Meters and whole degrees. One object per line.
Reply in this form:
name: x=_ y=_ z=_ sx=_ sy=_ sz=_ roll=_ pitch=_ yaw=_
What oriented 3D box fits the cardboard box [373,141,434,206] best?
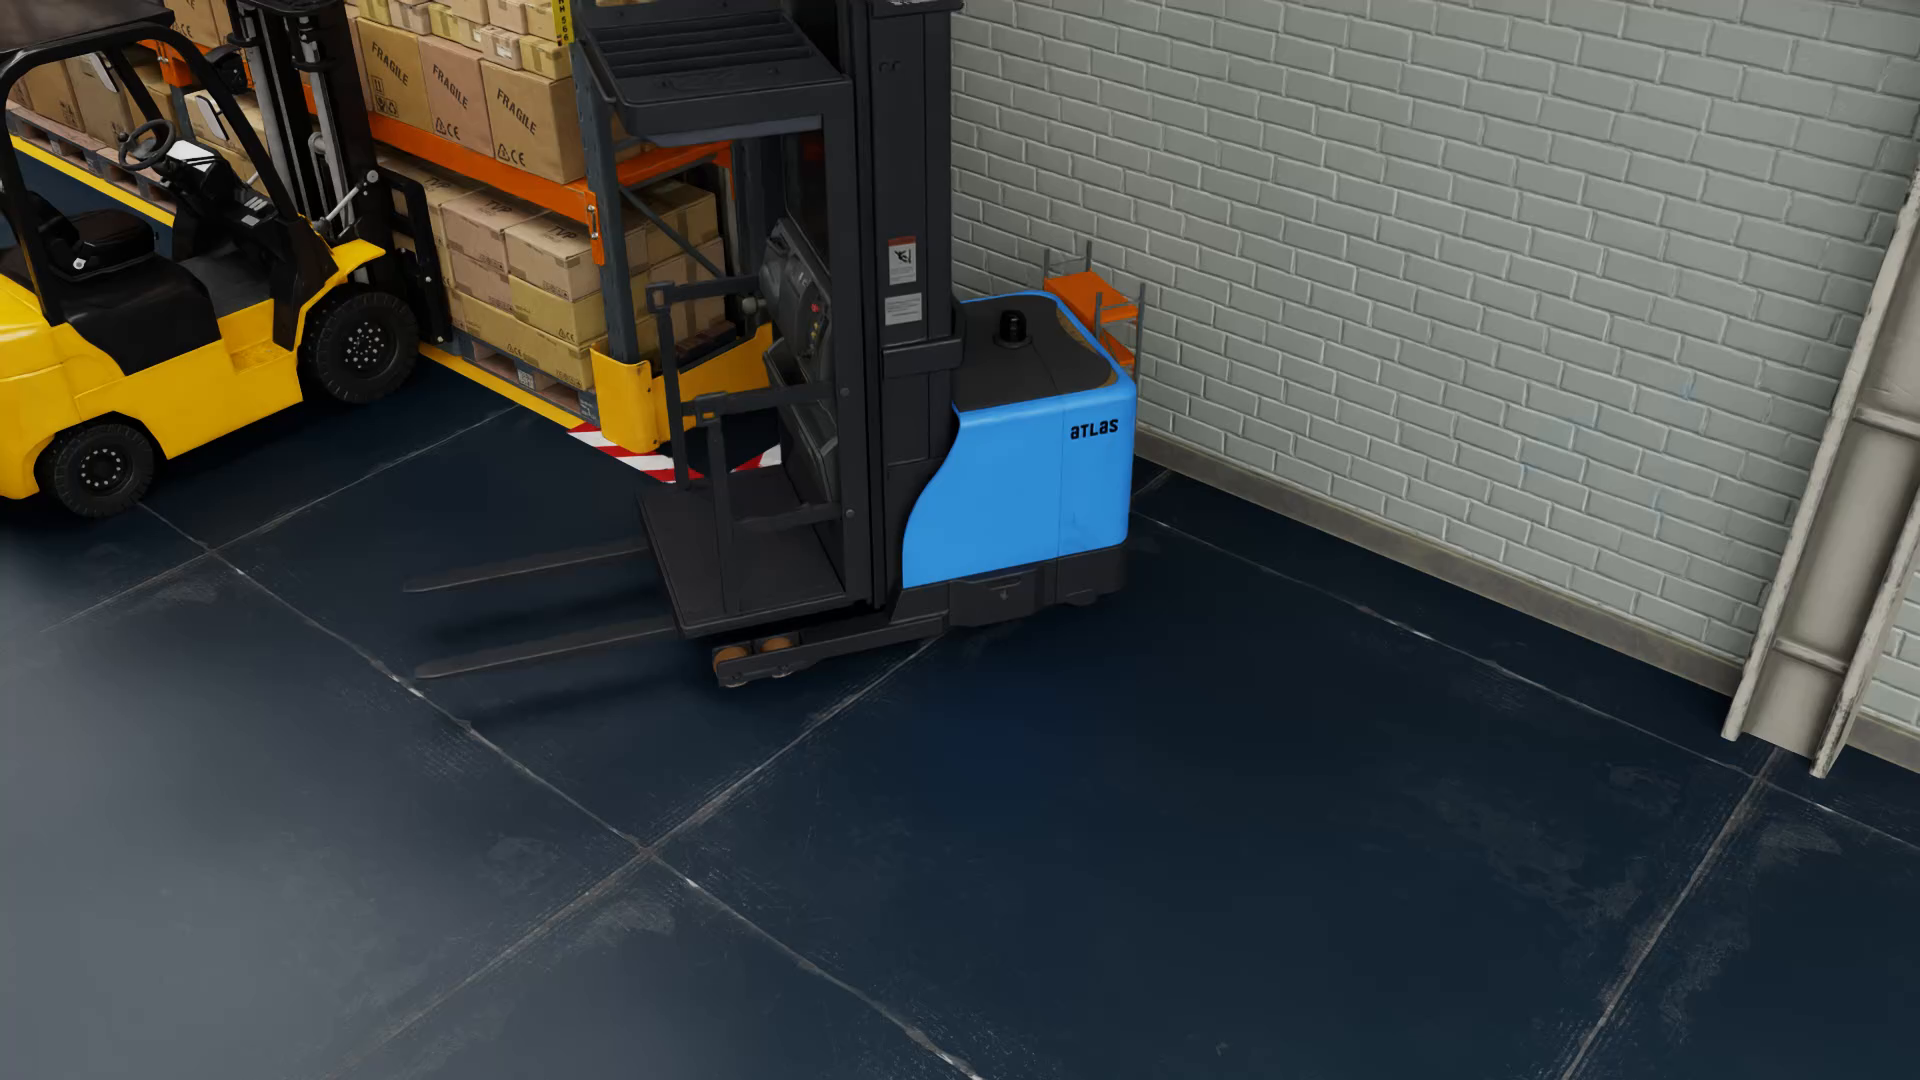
cardboard box: x=-3.108 y=-2.012 z=9.205 sx=0.500 sy=0.250 sz=0.500 roll=24 pitch=41 yaw=31

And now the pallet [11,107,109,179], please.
pallet: x=-5.987 y=-2.973 z=11.892 sx=1.213 sy=0.211 sz=1.003 roll=25 pitch=42 yaw=32

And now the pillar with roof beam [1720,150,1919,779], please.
pillar with roof beam: x=0.519 y=-1.053 z=1.334 sx=0.400 sy=9.000 sz=9.100 roll=25 pitch=42 yaw=32

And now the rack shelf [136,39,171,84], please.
rack shelf: x=-5.991 y=-3.858 z=11.354 sx=4.000 sy=0.370 sz=1.077 roll=25 pitch=42 yaw=32

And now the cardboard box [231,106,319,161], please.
cardboard box: x=-3.896 y=-2.381 z=9.742 sx=0.500 sy=0.250 sz=0.500 roll=25 pitch=42 yaw=32

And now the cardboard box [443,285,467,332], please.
cardboard box: x=-2.698 y=-1.423 z=9.231 sx=0.500 sy=0.250 sz=0.500 roll=26 pitch=42 yaw=32

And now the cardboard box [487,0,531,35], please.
cardboard box: x=-1.999 y=-2.527 z=7.855 sx=0.250 sy=0.149 sz=0.380 roll=25 pitch=42 yaw=32

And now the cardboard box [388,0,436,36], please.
cardboard box: x=-2.620 y=-2.665 z=8.320 sx=0.250 sy=0.149 sz=0.380 roll=24 pitch=41 yaw=30

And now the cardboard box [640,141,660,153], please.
cardboard box: x=-1.583 y=-2.323 z=8.395 sx=0.500 sy=0.500 sz=0.500 roll=27 pitch=43 yaw=33

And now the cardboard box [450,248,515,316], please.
cardboard box: x=-2.332 y=-1.454 z=8.834 sx=0.500 sy=0.250 sz=0.500 roll=25 pitch=42 yaw=31

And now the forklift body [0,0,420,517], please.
forklift body: x=-4.004 y=-1.525 z=8.070 sx=1.214 sy=2.155 sz=2.313 roll=25 pitch=42 yaw=32

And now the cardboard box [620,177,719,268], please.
cardboard box: x=-1.628 y=-1.690 z=8.736 sx=0.500 sy=0.250 sz=0.500 roll=25 pitch=41 yaw=31

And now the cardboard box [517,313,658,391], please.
cardboard box: x=-1.943 y=-1.054 z=8.693 sx=0.500 sy=0.250 sz=0.500 roll=26 pitch=42 yaw=32

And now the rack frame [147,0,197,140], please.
rack frame: x=-4.454 y=-3.430 z=10.095 sx=0.127 sy=3.000 sz=1.000 roll=25 pitch=42 yaw=32

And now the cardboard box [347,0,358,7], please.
cardboard box: x=-2.961 y=-2.877 z=8.629 sx=0.250 sy=0.149 sz=0.380 roll=25 pitch=42 yaw=32

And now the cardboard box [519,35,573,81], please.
cardboard box: x=-1.825 y=-2.294 z=7.779 sx=0.250 sy=0.149 sz=0.380 roll=26 pitch=42 yaw=32

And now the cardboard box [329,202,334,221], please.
cardboard box: x=-3.512 y=-1.998 z=9.626 sx=0.500 sy=0.250 sz=0.500 roll=25 pitch=42 yaw=31

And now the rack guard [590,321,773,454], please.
rack guard: x=-1.361 y=-0.942 z=8.681 sx=0.348 sy=0.500 sz=1.175 roll=25 pitch=42 yaw=32

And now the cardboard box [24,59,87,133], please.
cardboard box: x=-6.032 y=-3.364 z=11.726 sx=0.625 sy=0.625 sz=0.875 roll=23 pitch=41 yaw=30

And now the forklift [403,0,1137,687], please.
forklift: x=-0.831 y=-0.938 z=6.527 sx=3.031 sy=2.935 sz=1.130 roll=-11 pitch=36 yaw=-16

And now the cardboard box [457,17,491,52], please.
cardboard box: x=-2.201 y=-2.494 z=8.071 sx=0.250 sy=0.149 sz=0.380 roll=26 pitch=42 yaw=33

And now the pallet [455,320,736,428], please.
pallet: x=-1.994 y=-1.091 z=9.152 sx=1.213 sy=0.211 sz=1.003 roll=25 pitch=42 yaw=32

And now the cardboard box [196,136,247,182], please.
cardboard box: x=-4.280 y=-2.367 z=10.163 sx=0.500 sy=0.250 sz=0.500 roll=25 pitch=42 yaw=32

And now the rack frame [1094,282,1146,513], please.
rack frame: x=0.699 y=-0.601 z=7.565 sx=0.240 sy=1.200 sz=0.015 roll=-15 pitch=37 yaw=-20

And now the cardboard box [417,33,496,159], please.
cardboard box: x=-2.319 y=-2.279 z=8.330 sx=0.500 sy=0.500 sz=0.500 roll=27 pitch=43 yaw=33

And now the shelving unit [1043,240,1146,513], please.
shelving unit: x=0.596 y=-0.726 z=7.747 sx=0.258 sy=1.200 sz=0.503 roll=-15 pitch=37 yaw=-20

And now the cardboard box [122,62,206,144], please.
cardboard box: x=-4.862 y=-2.809 z=10.917 sx=0.625 sy=0.625 sz=0.875 roll=27 pitch=43 yaw=34

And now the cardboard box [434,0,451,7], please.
cardboard box: x=-2.361 y=-2.732 z=8.155 sx=0.250 sy=0.149 sz=0.380 roll=26 pitch=42 yaw=32

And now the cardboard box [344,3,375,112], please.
cardboard box: x=-3.106 y=-2.641 z=8.858 sx=0.500 sy=0.500 sz=0.500 roll=26 pitch=42 yaw=32

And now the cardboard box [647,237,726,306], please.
cardboard box: x=-1.608 y=-1.488 z=8.883 sx=0.500 sy=0.250 sz=0.500 roll=26 pitch=42 yaw=33

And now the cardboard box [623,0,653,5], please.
cardboard box: x=-1.501 y=-2.627 z=8.002 sx=0.250 sy=0.149 sz=0.380 roll=24 pitch=41 yaw=31

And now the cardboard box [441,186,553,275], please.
cardboard box: x=-2.329 y=-1.647 z=8.673 sx=0.500 sy=0.250 sz=0.500 roll=26 pitch=42 yaw=33

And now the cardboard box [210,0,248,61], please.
cardboard box: x=-3.869 y=-3.016 z=9.403 sx=0.500 sy=0.500 sz=0.500 roll=26 pitch=42 yaw=33
